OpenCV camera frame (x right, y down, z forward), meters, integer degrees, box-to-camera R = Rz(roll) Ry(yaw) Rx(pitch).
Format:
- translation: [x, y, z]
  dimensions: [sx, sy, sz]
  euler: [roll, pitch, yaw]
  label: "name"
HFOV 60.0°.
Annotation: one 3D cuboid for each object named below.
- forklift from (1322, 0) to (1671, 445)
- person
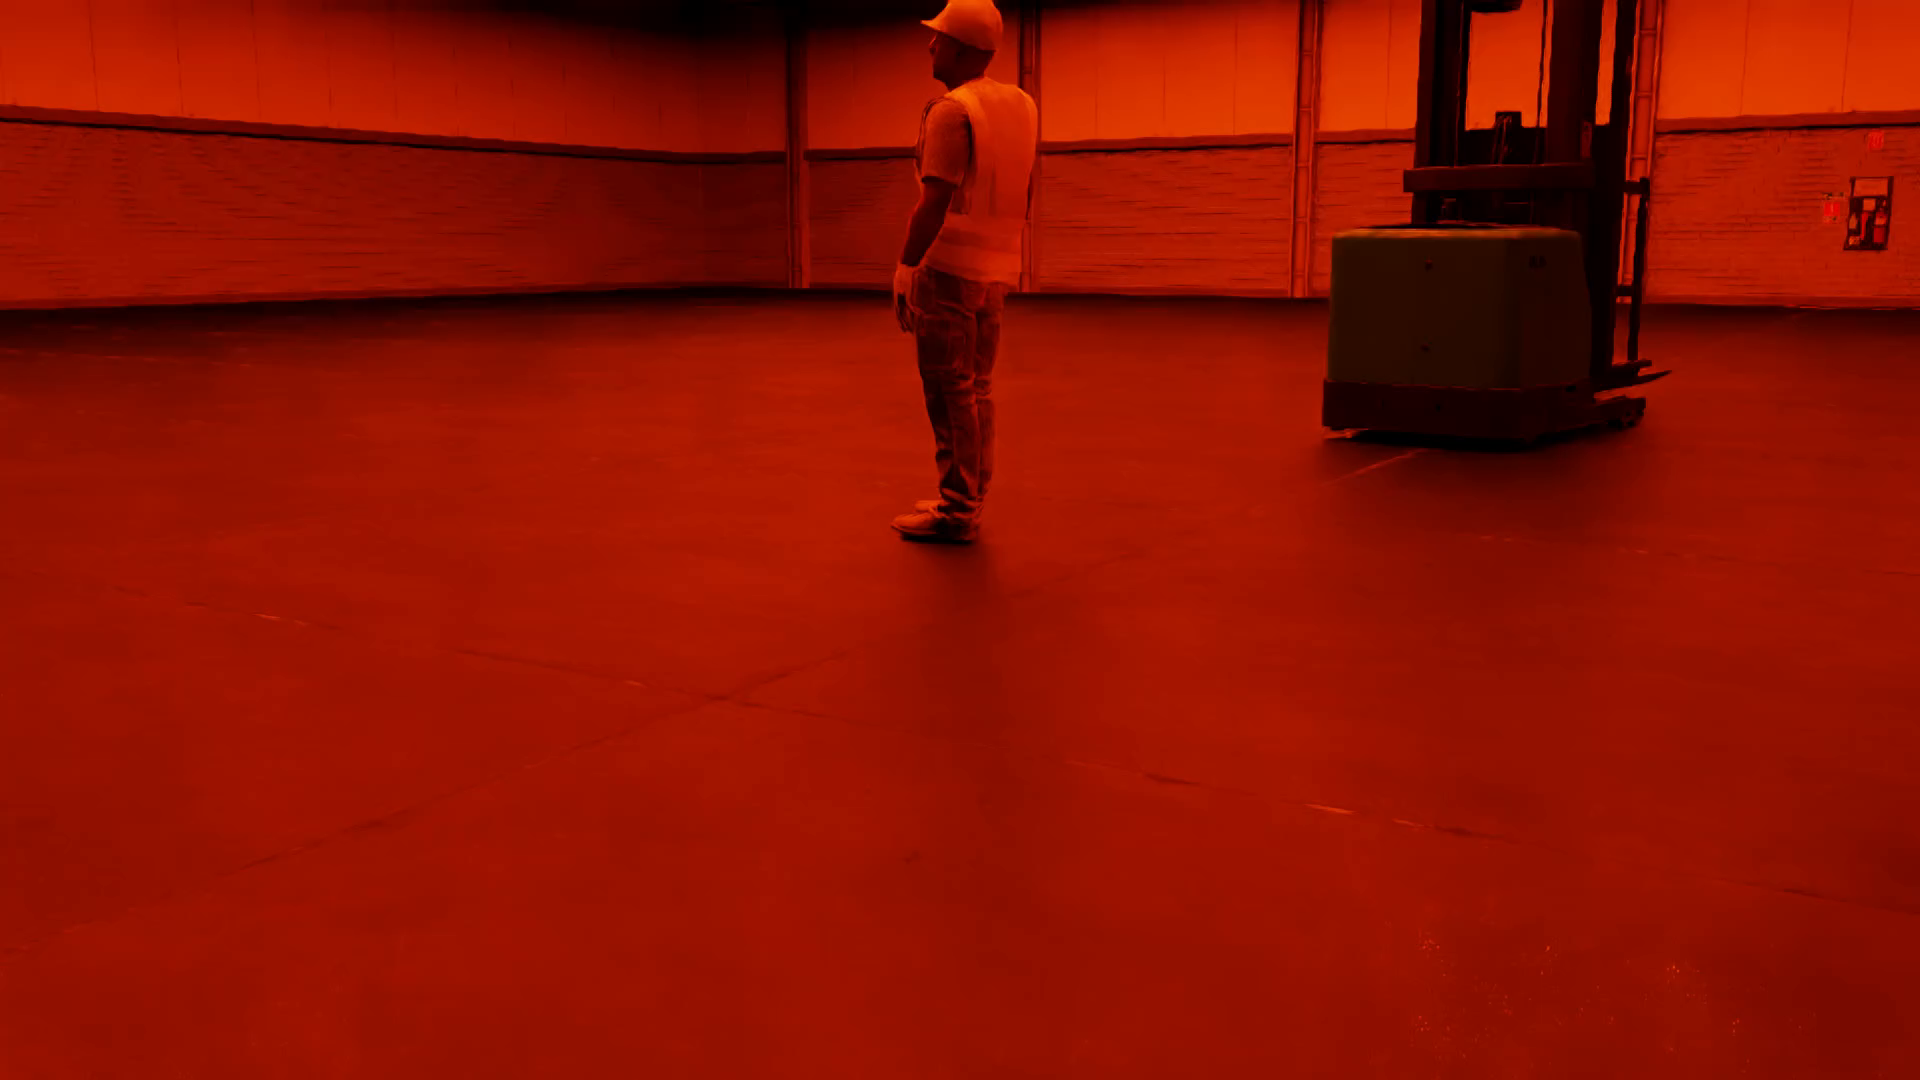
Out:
- translation: [3.214, -2.115, 9.229]
  dimensions: [1.130, 2.935, 3.031]
  euler: [8, 13, 39]
  label: "forklift"
- translation: [-0.057, -0.893, 5.595]
  dimensions: [0.576, 1.782, 0.655]
  euler: [6, 12, 31]
  label: "person"
